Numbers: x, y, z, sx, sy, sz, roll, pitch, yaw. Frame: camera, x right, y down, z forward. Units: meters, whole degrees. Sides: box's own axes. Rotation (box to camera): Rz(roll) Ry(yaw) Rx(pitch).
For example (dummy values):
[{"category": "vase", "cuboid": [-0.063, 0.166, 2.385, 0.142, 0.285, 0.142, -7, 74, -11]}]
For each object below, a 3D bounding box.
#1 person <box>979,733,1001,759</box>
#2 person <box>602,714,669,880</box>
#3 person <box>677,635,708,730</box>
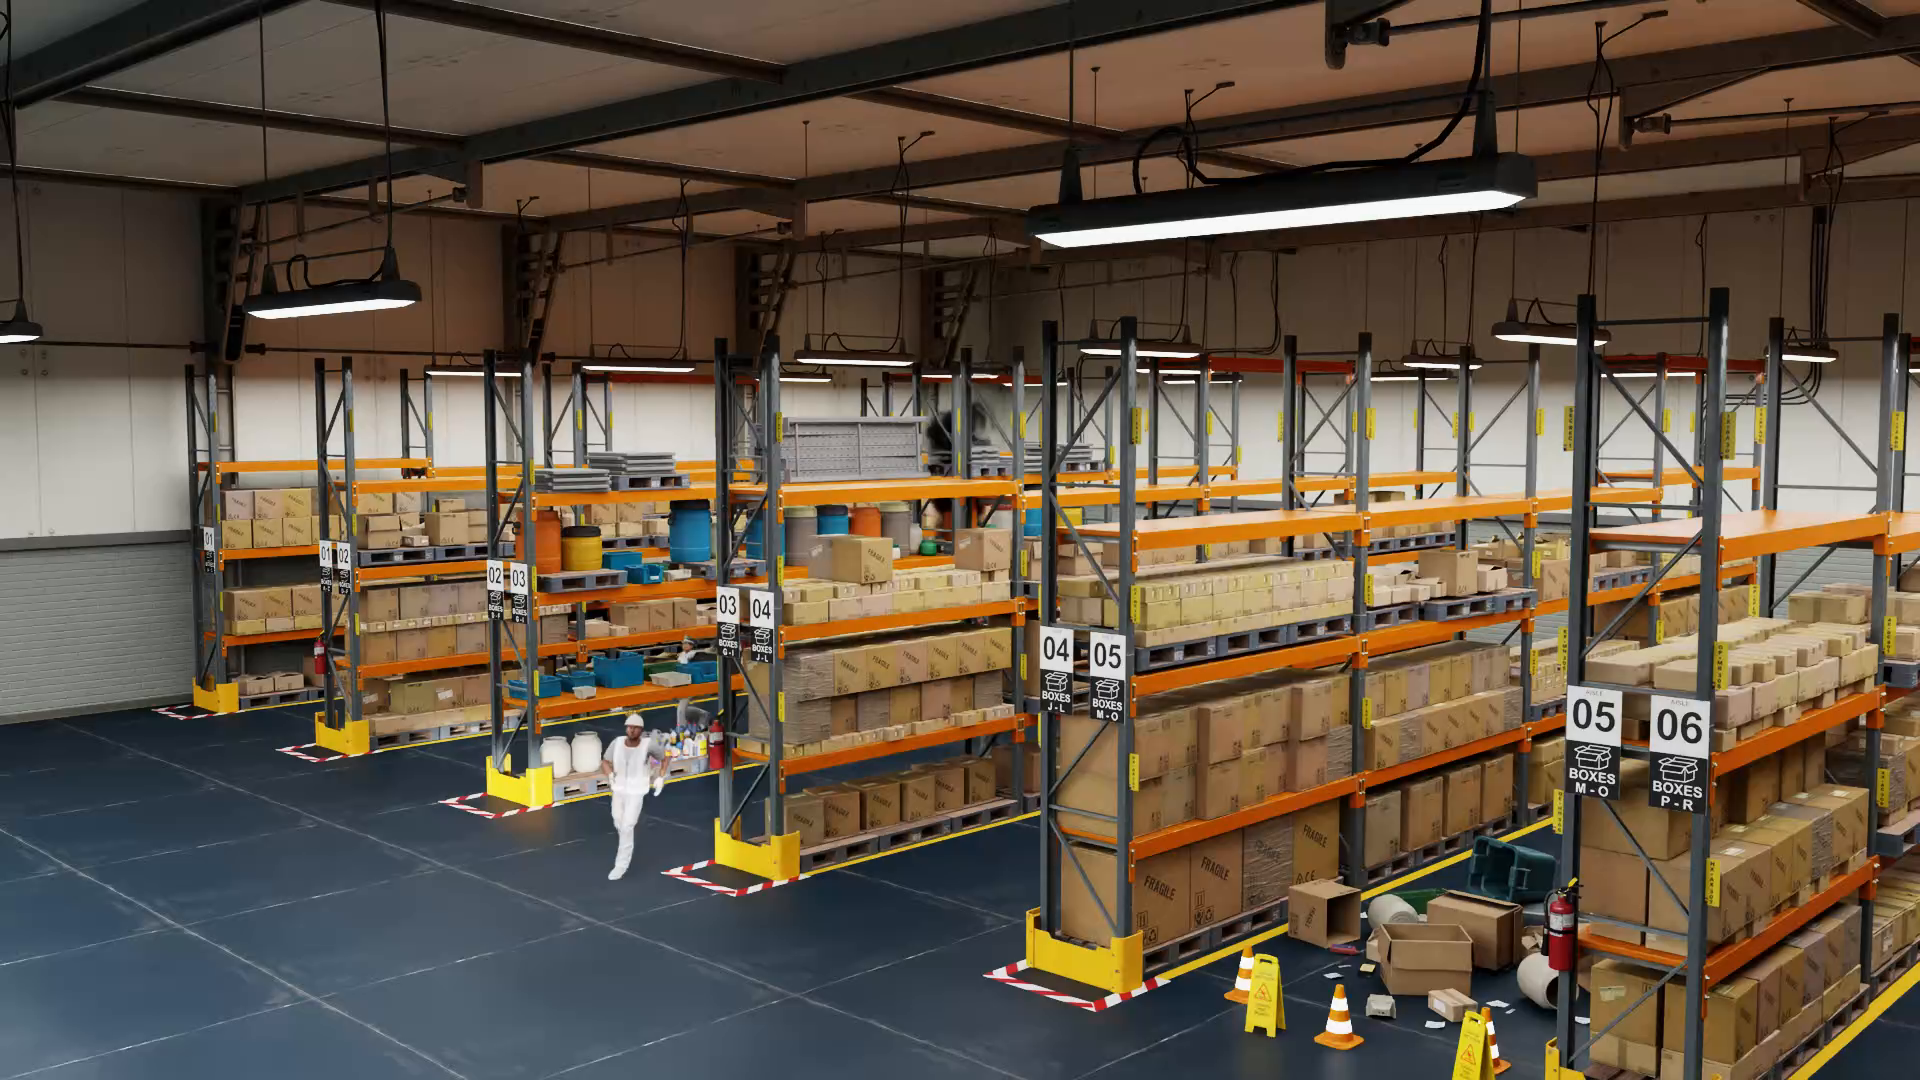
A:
[{"category": "person", "cuboid": [0.408, 2.472, 24.196, 0.580, 1.731, 0.775, 4, 6, 39]}, {"category": "person", "cuboid": [-3.680, 2.834, 18.655, 0.730, 1.773, 0.863, 1, 4, 11]}, {"category": "person", "cuboid": [-4.317, 2.329, 26.326, 0.580, 1.666, 0.783, 4, 6, 42]}]
